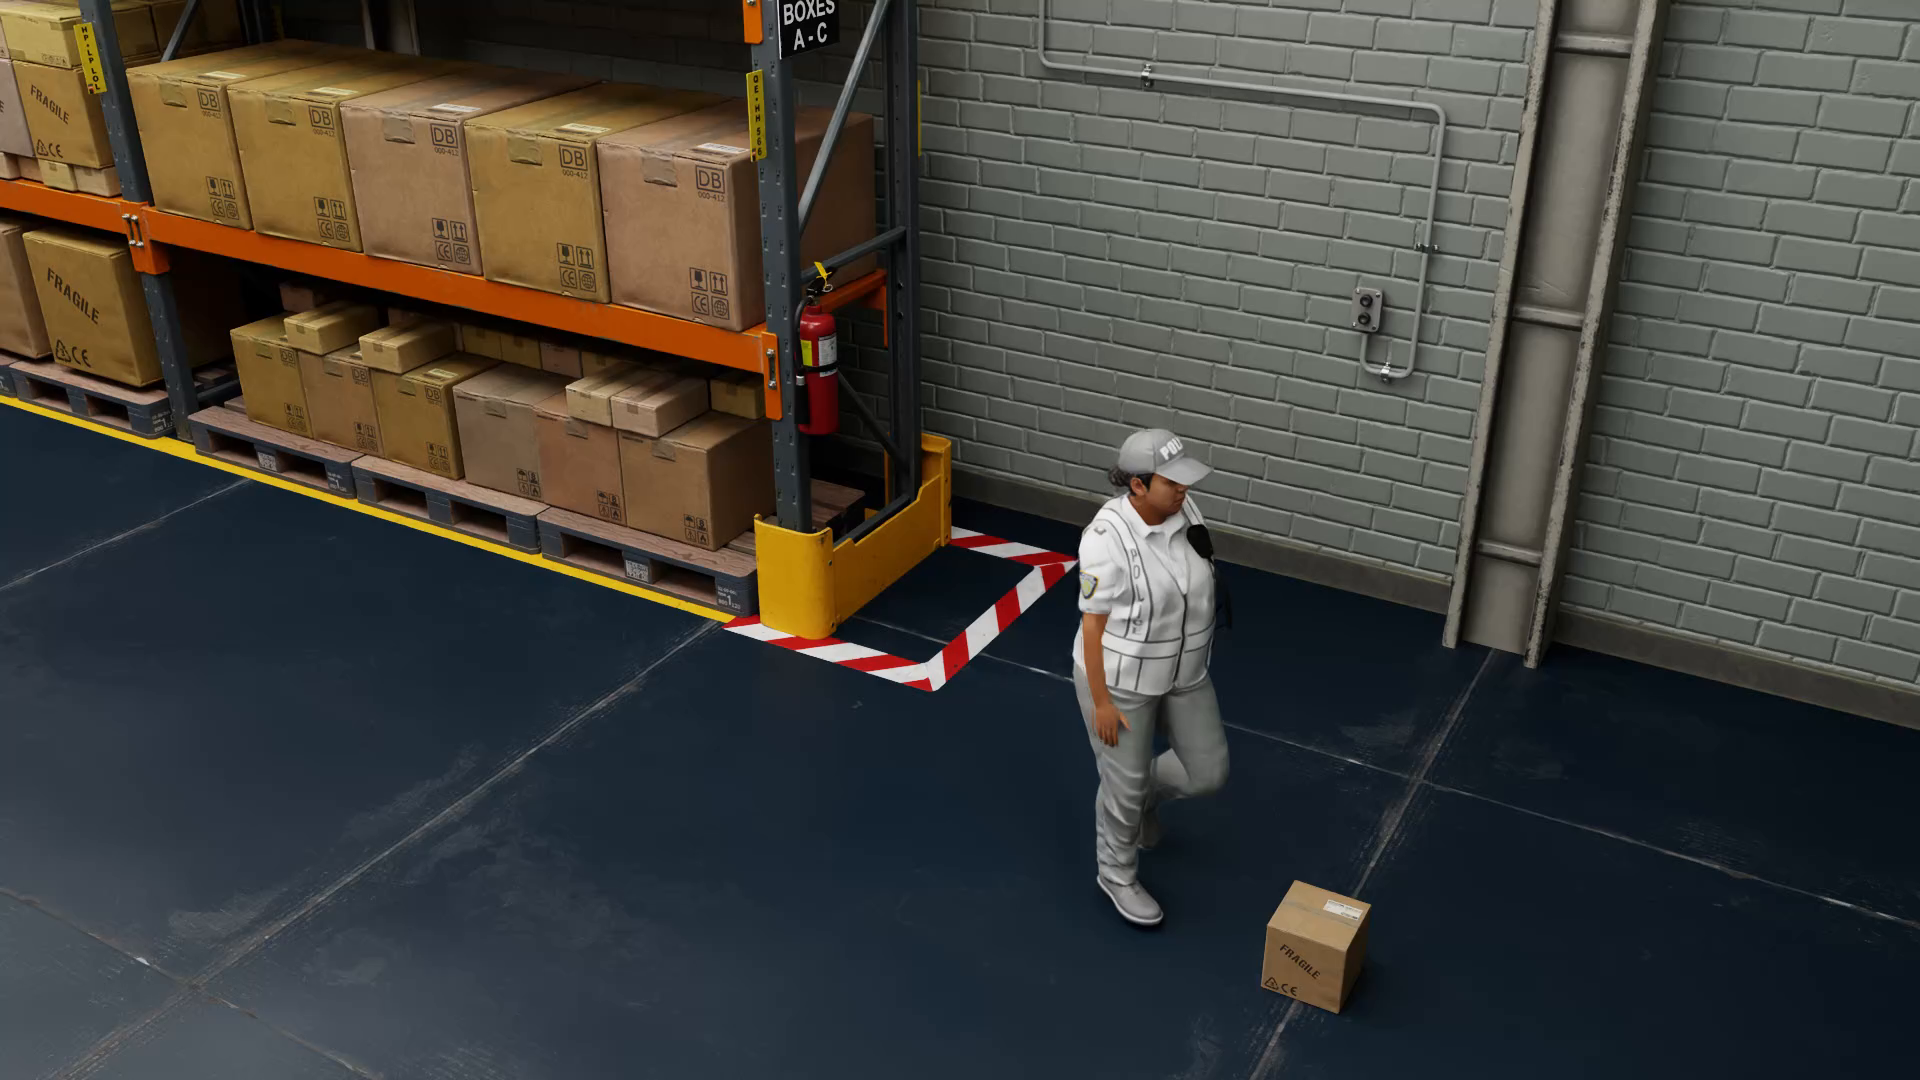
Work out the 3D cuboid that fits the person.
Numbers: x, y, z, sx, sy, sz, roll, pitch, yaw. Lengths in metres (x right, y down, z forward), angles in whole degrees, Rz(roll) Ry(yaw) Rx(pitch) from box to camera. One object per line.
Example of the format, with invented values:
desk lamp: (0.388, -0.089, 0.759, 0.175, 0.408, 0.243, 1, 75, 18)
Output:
person: (0.576, 0.411, 5.261, 0.490, 1.653, 0.496, -14, 30, -26)
